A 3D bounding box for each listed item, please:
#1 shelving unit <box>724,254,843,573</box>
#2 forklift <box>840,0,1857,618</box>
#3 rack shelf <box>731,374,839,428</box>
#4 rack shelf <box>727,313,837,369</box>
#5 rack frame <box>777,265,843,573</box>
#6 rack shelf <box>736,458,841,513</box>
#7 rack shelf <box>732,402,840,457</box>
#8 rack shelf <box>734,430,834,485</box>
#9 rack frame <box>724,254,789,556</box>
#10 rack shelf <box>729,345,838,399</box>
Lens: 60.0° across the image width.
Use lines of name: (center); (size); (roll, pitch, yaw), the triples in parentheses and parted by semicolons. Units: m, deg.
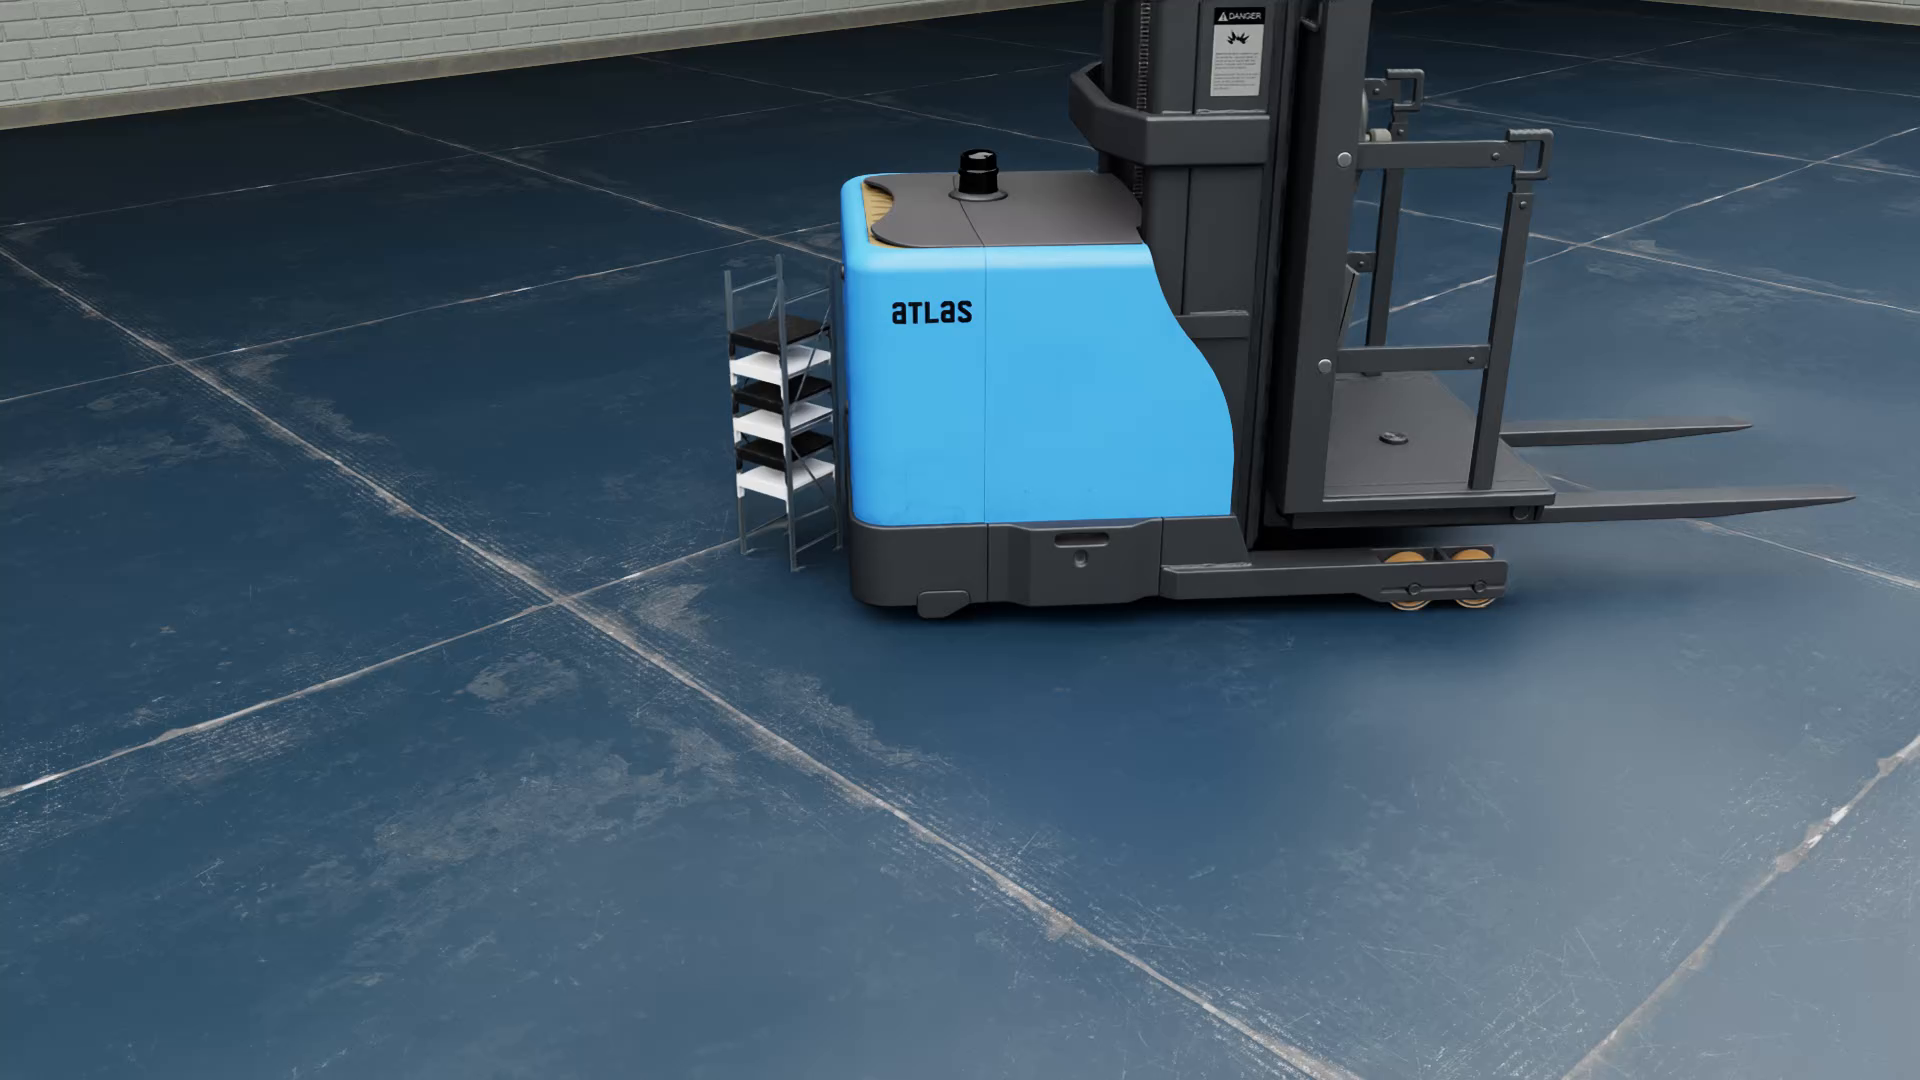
shelving unit: (-0.521, -0.375, 4.988); (0.210, 0.900, 0.258); (17, 29, 32)
forklift: (1.165, -1.347, 4.671); (3.031, 2.935, 1.130); (-2, 25, -4)
rack shelf: (-0.521, -0.426, 4.964); (0.200, 0.077, 0.258); (17, 29, 32)
rack shelf: (-0.521, -0.590, 4.889); (0.200, 0.077, 0.258); (17, 29, 32)
rack frame: (-0.439, -0.350, 4.933); (0.006, 0.900, 0.240); (17, 29, 32)
rack shelf: (-0.521, -0.181, 5.076); (0.200, 0.077, 0.258); (17, 29, 32)
rack shelf: (-0.521, -0.345, 5.001); (0.200, 0.077, 0.258); (17, 29, 32)
rack shelf: (-0.521, -0.263, 5.039); (0.200, 0.077, 0.258); (17, 29, 32)
rack frame: (-0.604, -0.400, 5.042); (0.006, 0.900, 0.240); (17, 29, 32)
rack shelf: (-0.521, -0.508, 4.927); (0.200, 0.077, 0.258); (17, 29, 32)
